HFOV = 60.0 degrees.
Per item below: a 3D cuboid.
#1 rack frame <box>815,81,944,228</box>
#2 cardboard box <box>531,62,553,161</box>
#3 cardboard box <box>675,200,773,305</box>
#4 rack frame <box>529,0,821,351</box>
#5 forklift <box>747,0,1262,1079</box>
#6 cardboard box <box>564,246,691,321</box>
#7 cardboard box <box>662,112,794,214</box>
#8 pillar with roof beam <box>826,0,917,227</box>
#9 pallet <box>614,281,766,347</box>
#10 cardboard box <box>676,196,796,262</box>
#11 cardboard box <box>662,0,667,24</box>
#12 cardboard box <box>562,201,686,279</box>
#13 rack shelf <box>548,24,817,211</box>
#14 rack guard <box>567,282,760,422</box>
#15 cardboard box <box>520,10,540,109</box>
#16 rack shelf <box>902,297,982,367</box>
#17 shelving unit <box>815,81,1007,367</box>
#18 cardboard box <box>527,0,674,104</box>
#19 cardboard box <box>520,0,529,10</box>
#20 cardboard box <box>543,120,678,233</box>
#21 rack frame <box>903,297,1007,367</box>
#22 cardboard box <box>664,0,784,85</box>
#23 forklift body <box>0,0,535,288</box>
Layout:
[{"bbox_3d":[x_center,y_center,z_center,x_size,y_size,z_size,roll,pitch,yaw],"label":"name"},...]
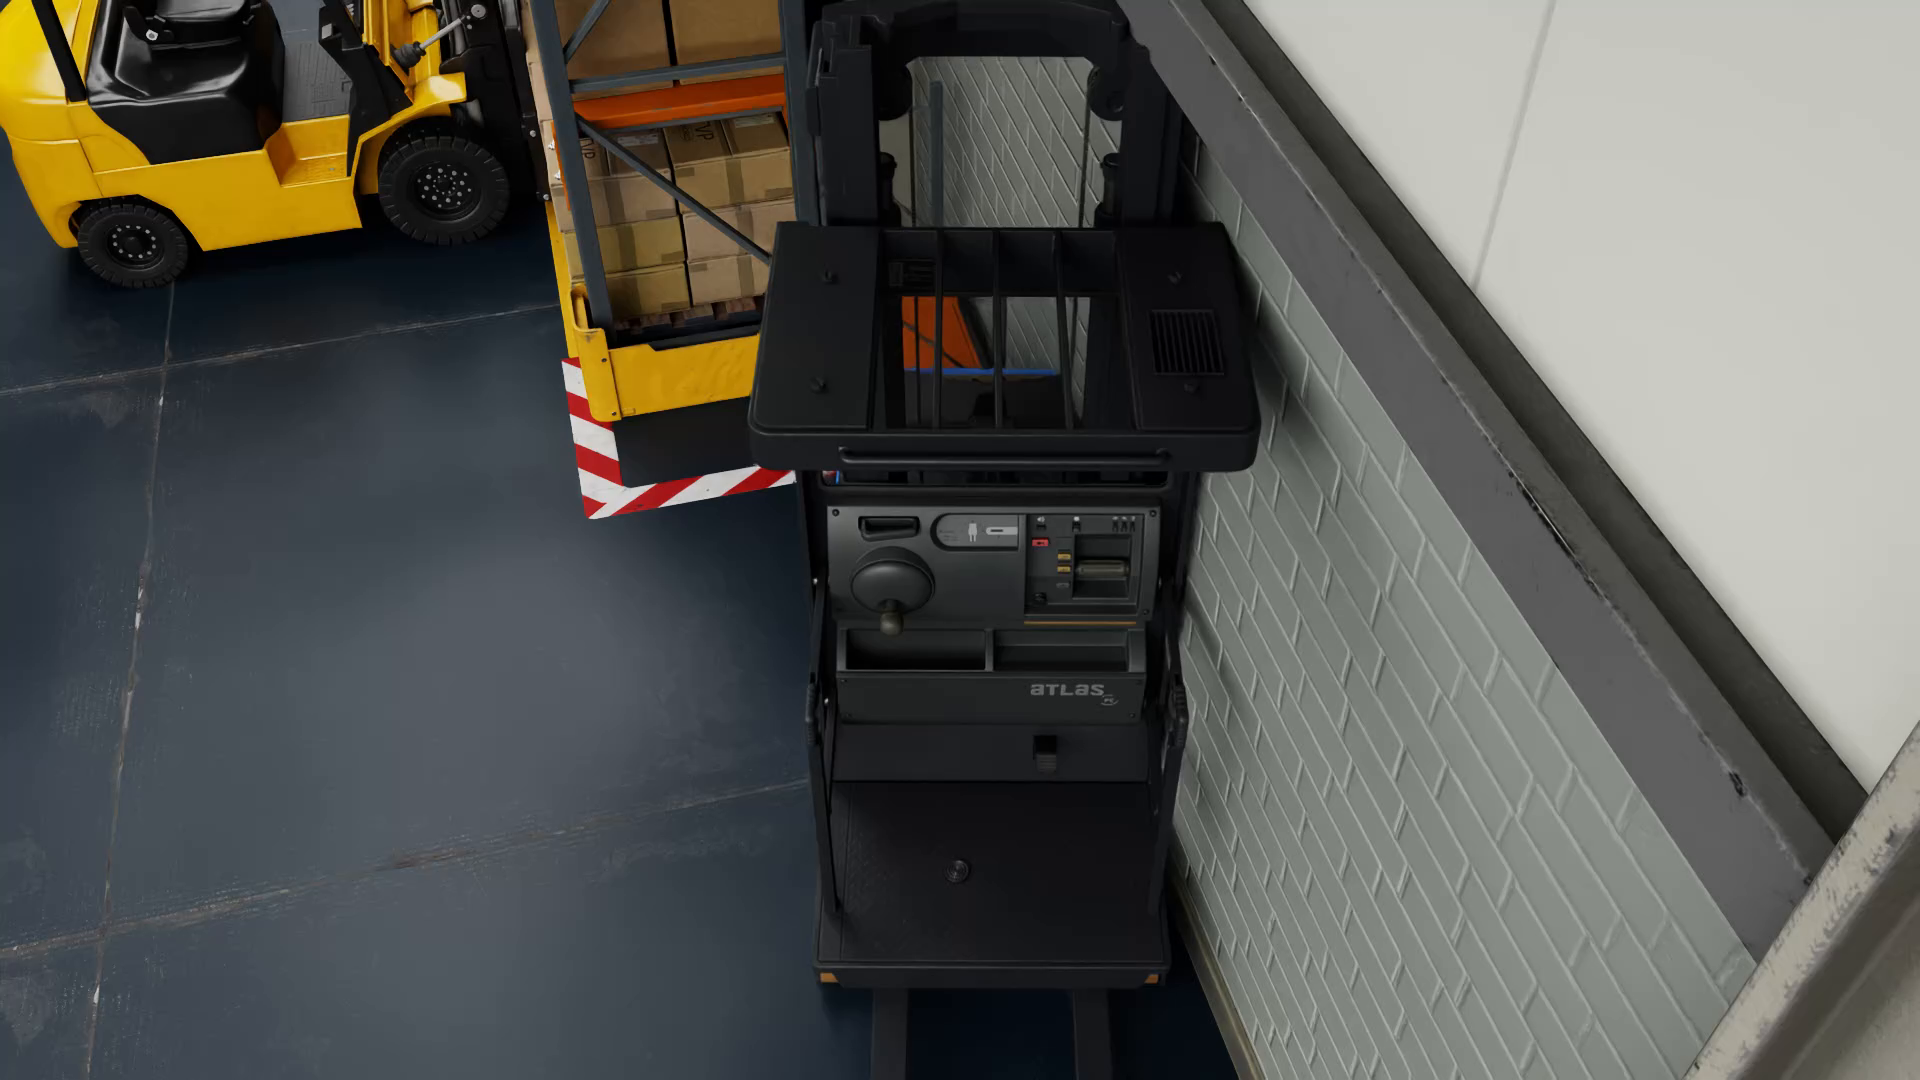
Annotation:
[{"bbox_3d":[-0.314,-1.186,6.862,0.500,1.500,0.032,-9,46,-9],"label":"rack frame"},{"bbox_3d":[-1.640,-1.943,7.485,0.500,0.250,0.500,-10,46,-10],"label":"cardboard box"},{"bbox_3d":[-1.021,-1.356,7.609,0.500,0.250,0.500,-11,47,-10],"label":"cardboard box"},{"bbox_3d":[-1.084,-1.796,6.410,1.000,3.000,0.127,-11,47,-10],"label":"rack frame"},{"bbox_3d":[0.096,0.167,4.534,1.130,2.935,3.031,0,46,0],"label":"forklift"},{"bbox_3d":[-1.510,-1.247,7.503,0.500,0.250,0.500,-10,46,-10],"label":"cardboard box"},{"bbox_3d":[-1.024,-1.697,7.244,0.500,0.250,0.500,-11,47,-11],"label":"cardboard box"},{"bbox_3d":[-4.553,-3.754,4.129,9.100,9.000,0.400,-11,47,-10],"label":"pillar with roof beam"},{"bbox_3d":[-1.321,-1.341,7.916,1.003,0.211,1.213,-11,47,-10],"label":"pallet"},{"bbox_3d":[-1.004,-1.518,7.419,0.500,0.250,0.500,-10,46,-10],"label":"cardboard box"},{"bbox_3d":[-1.097,-2.580,7.108,0.500,0.500,0.500,-9,46,-9],"label":"cardboard box"},{"bbox_3d":[-1.511,-1.435,7.337,0.500,0.250,0.500,-11,47,-11],"label":"cardboard box"},{"bbox_3d":[-1.596,-2.925,8.020,1.077,0.370,4.000,-11,47,-10],"label":"rack shelf"},{"bbox_3d":[-1.078,-0.905,7.287,1.175,0.500,0.348,-11,47,-10],"label":"rack guard"},{"bbox_3d":[-1.779,-2.290,7.825,0.500,0.250,0.500,-10,46,-10],"label":"cardboard box"},{"bbox_3d":[-0.198,-0.706,6.644,0.538,0.185,1.000,-9,46,-9],"label":"rack shelf"},{"bbox_3d":[-0.200,-0.838,6.521,0.587,1.500,1.083,-9,46,-9],"label":"shelving unit"},{"bbox_3d":[-1.464,-2.123,6.660,0.500,0.500,0.500,-12,47,-11],"label":"cardboard box"},{"bbox_3d":[-1.901,-2.641,8.169,0.500,0.250,0.500,-12,47,-11],"label":"cardboard box"},{"bbox_3d":[-1.504,-1.592,7.141,0.500,0.250,0.500,-9,46,-9],"label":"cardboard box"},{"bbox_3d":[-0.082,-0.478,6.169,0.500,1.500,0.032,-9,46,-9],"label":"rack frame"},{"bbox_3d":[-0.943,-2.224,6.759,0.500,0.500,0.500,-9,46,-9],"label":"cardboard box"},{"bbox_3d":[-3.333,-2.475,7.669,2.313,2.155,1.214,-11,47,-10],"label":"forklift body"}]
